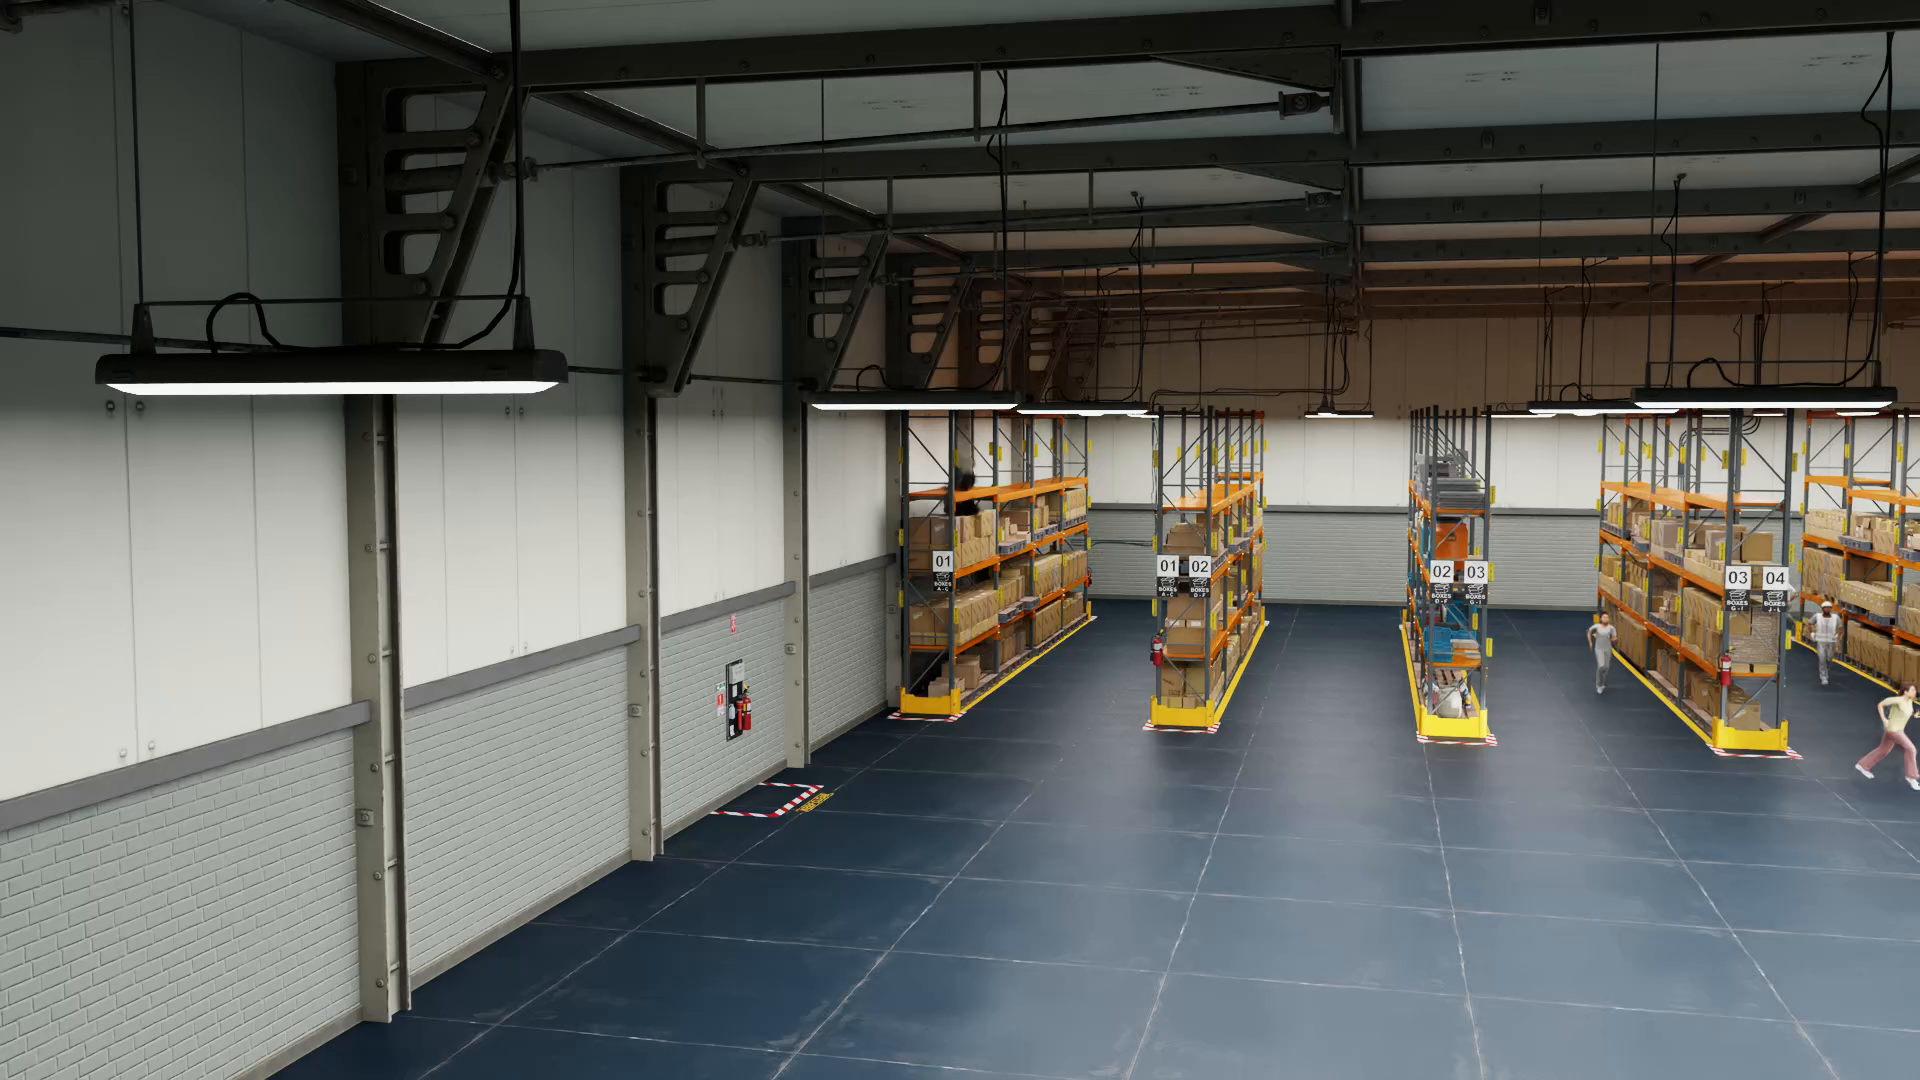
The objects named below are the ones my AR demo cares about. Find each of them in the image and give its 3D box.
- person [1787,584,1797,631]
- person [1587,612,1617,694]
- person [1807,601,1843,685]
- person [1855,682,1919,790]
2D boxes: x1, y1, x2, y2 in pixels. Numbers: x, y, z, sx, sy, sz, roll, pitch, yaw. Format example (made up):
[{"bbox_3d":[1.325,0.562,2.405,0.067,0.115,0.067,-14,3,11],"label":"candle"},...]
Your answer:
[{"bbox_3d":[22.151,1.722,44.654,0.963,1.606,0.703,1,4,8],"label":"person"},{"bbox_3d":[13.549,2.374,35.059,0.531,1.720,0.738,0,4,4],"label":"person"},{"bbox_3d":[18.932,2.230,36.377,0.687,1.789,0.897,1,4,19],"label":"person"},{"bbox_3d":[14.609,3.035,26.113,0.987,1.675,0.578,4,6,45],"label":"person"}]
